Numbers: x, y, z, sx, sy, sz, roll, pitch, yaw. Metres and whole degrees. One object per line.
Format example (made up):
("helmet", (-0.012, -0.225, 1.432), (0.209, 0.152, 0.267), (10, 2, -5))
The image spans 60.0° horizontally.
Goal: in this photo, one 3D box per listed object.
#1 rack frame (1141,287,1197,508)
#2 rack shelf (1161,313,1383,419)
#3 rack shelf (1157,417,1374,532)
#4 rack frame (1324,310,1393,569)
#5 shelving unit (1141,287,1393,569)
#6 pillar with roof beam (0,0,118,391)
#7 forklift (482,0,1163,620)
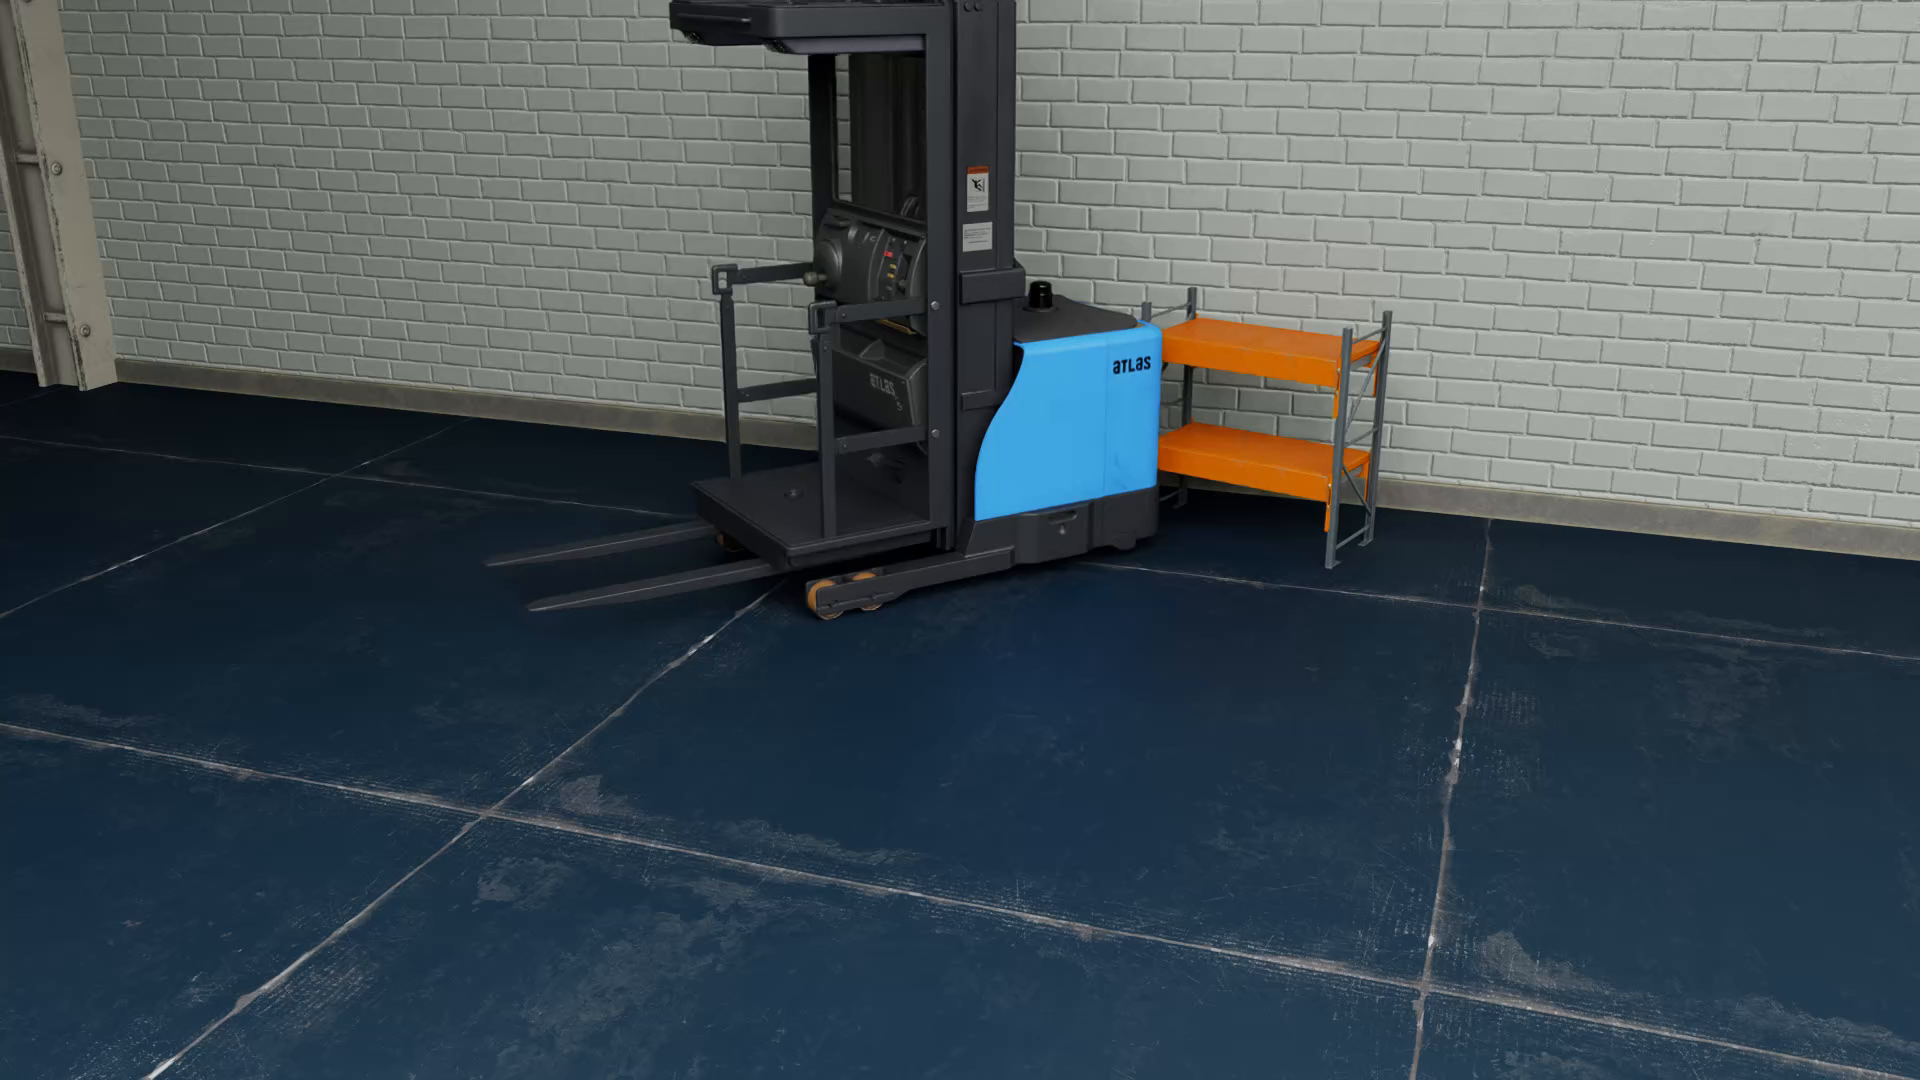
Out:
("rack frame", (1.021, -0.661, 8.264), (0.032, 1.125, 0.500), (13, 23, 33))
("rack shelf", (1.434, -0.840, 7.888), (1.000, 0.278, 0.538), (13, 23, 33))
("rack shelf", (1.434, -0.333, 8.065), (1.000, 0.278, 0.538), (13, 23, 33))
("rack frame", (1.847, -0.466, 7.704), (0.032, 1.125, 0.500), (13, 23, 33))
("shelving unit", (1.434, -0.564, 7.984), (1.048, 1.125, 0.538), (13, 23, 33))
("pillar with roof beam", (-7.270, -3.955, 5.752), (0.400, 9.000, 9.100), (7, 20, 18))
("forklift", (-0.580, -1.242, 7.186), (3.031, 2.935, 1.130), (-11, 22, -29))
